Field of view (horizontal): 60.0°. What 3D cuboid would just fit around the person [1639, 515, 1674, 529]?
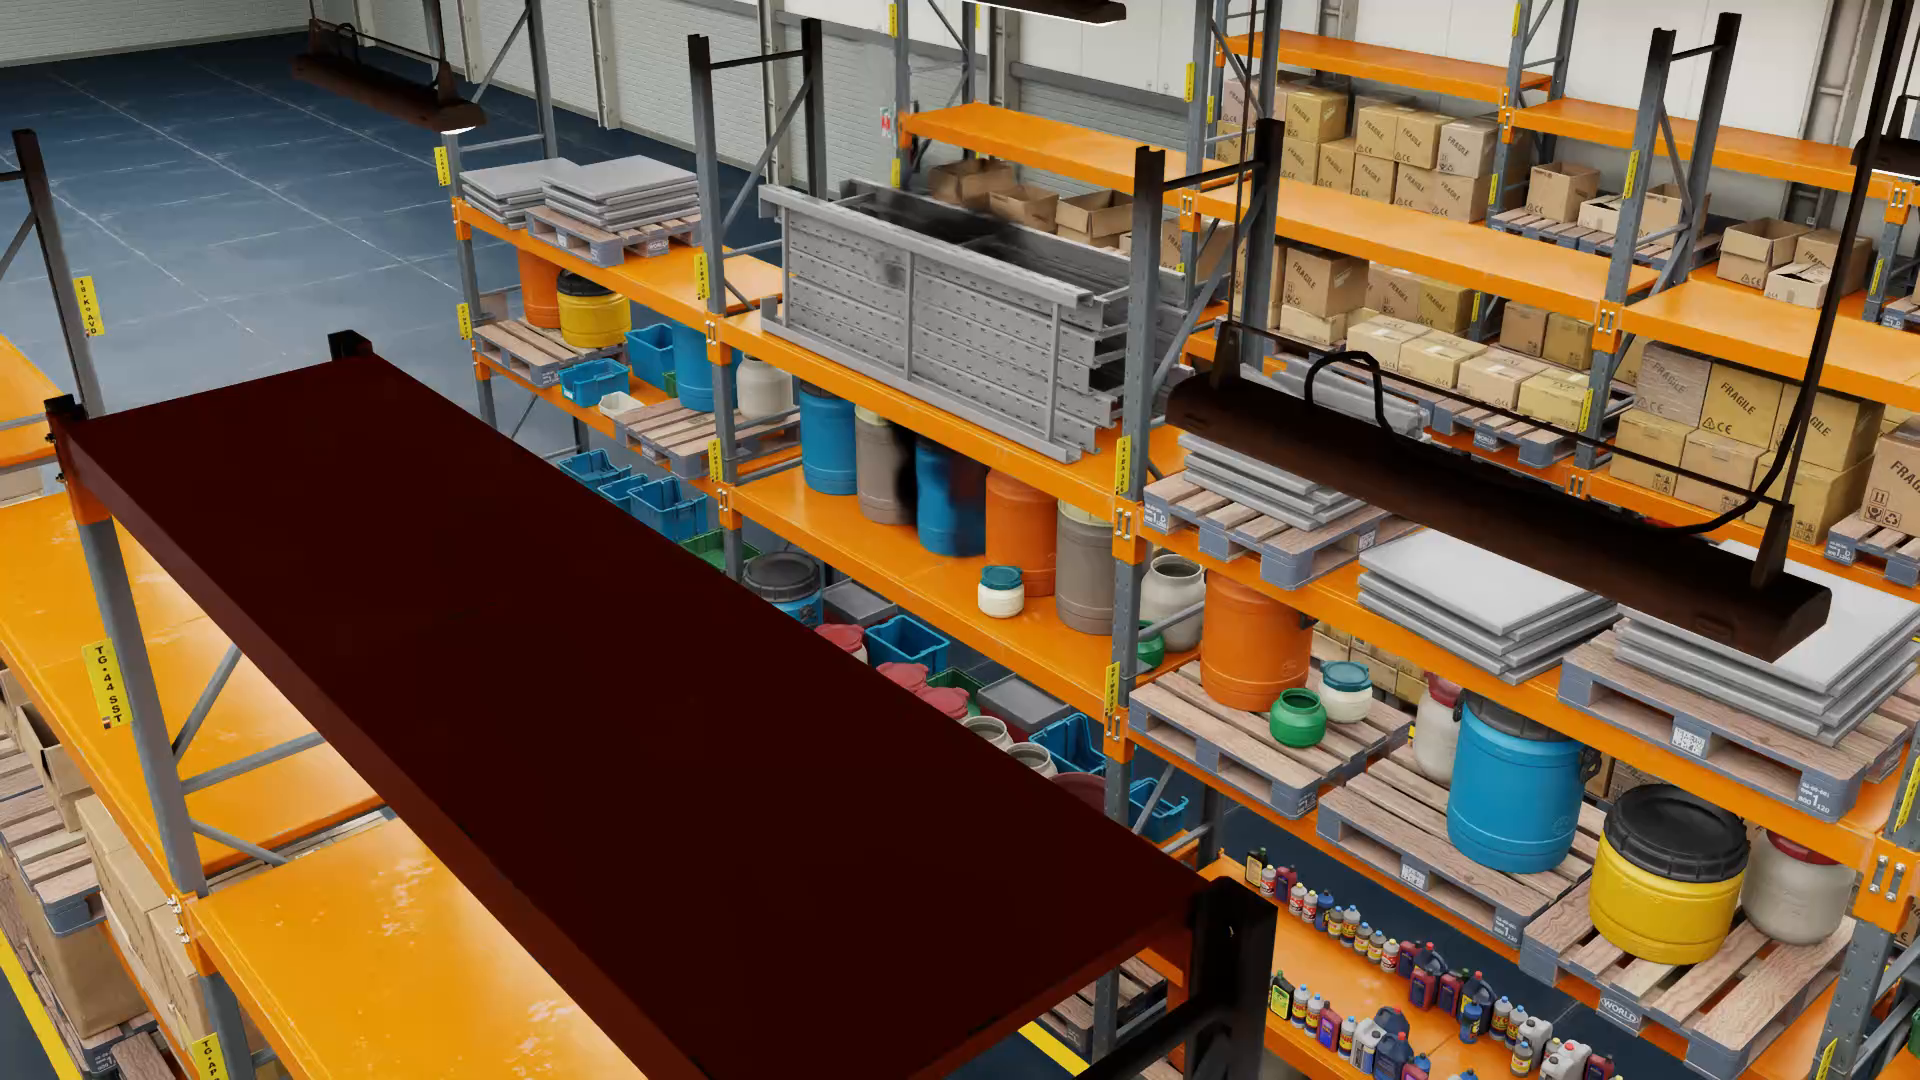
[{"bbox_3d":[6.149,0.330,15.069,0.622,1.674,0.659,22,34,36],"label":"person"}]
